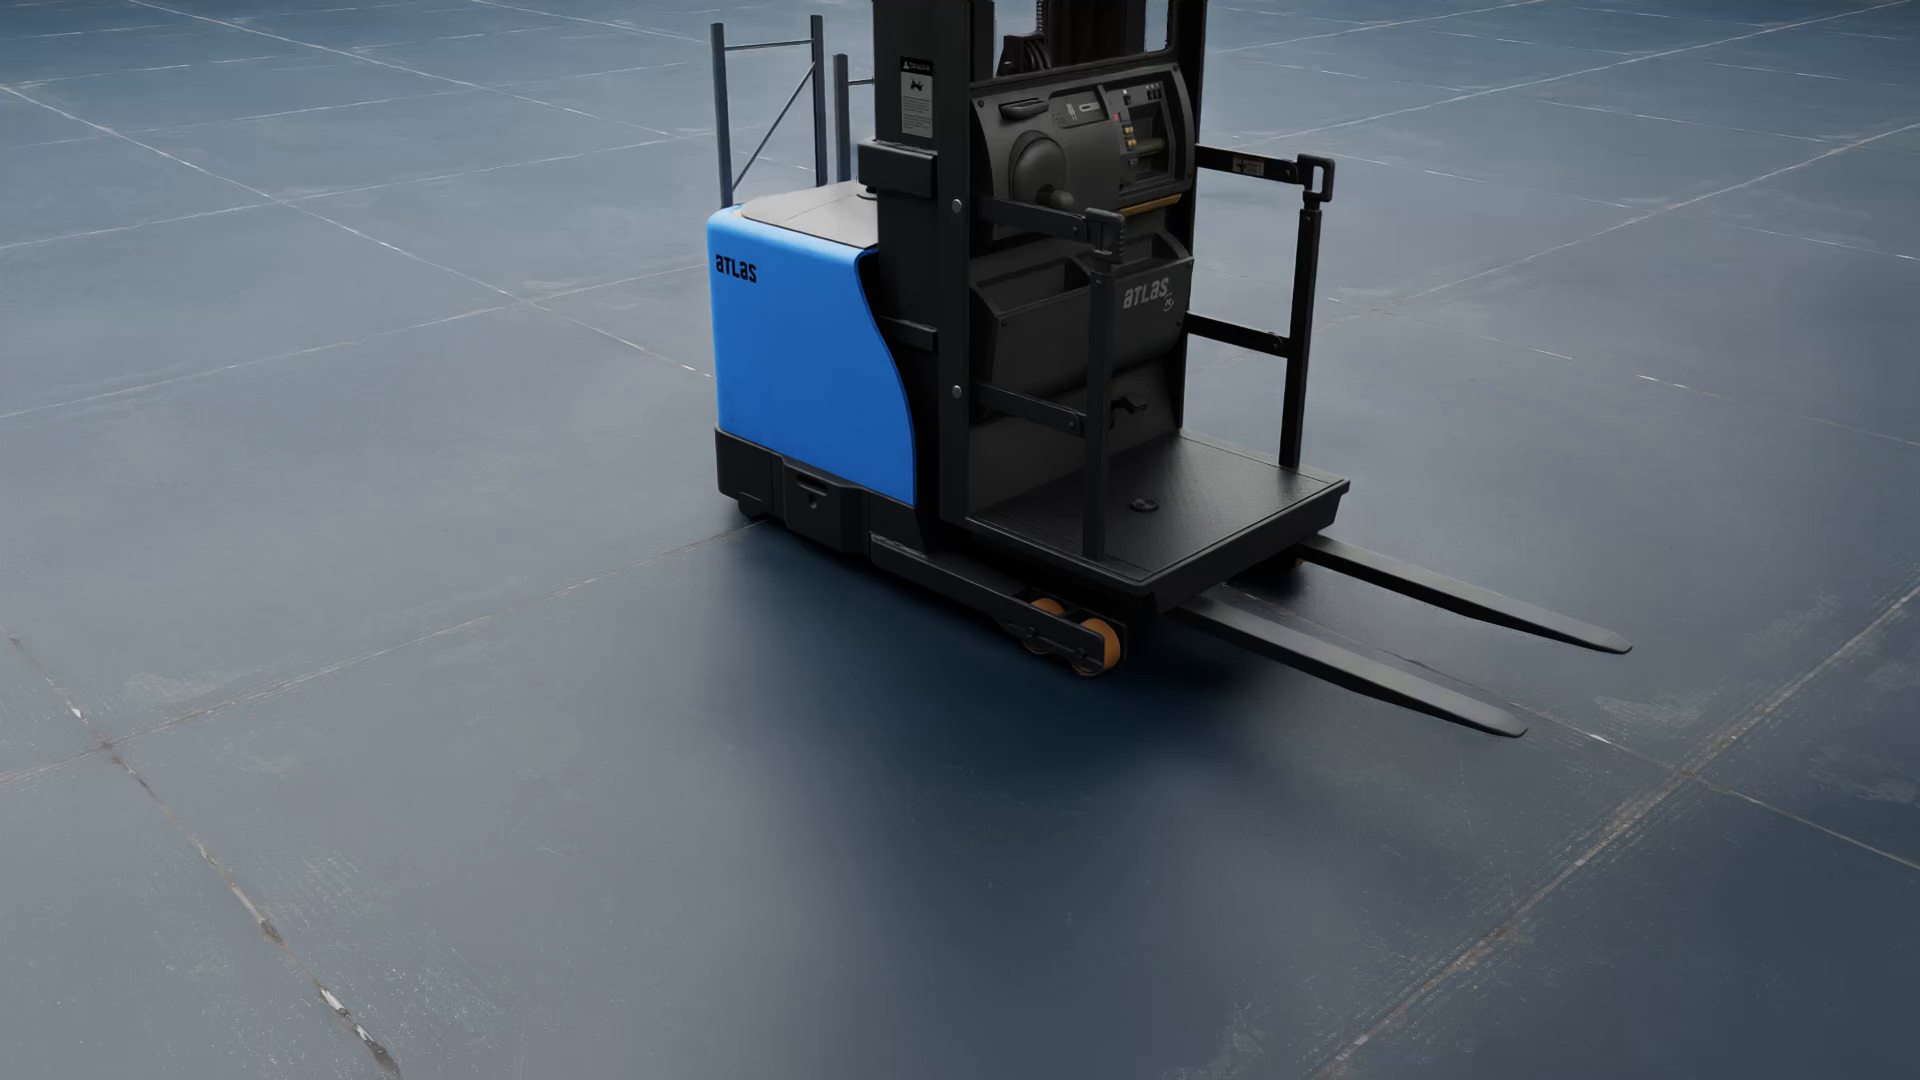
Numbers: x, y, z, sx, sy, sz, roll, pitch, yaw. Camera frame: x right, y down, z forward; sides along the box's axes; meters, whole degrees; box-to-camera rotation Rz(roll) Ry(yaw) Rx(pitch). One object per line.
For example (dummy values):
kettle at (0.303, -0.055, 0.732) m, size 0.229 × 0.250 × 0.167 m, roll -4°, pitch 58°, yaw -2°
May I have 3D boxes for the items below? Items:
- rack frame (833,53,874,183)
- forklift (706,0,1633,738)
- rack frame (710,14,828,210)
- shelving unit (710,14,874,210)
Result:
rack frame at (-0.236, -1.105, 6.364) m, size 0.500 × 1.500 × 0.032 m, roll -15°, pitch 29°, yaw -30°
forklift at (0.535, -1.178, 4.800) m, size 3.031 × 2.935 × 1.130 m, roll 22°, pitch 32°, yaw 39°
rack frame at (-0.792, -1.458, 7.139) m, size 0.500 × 1.500 × 0.032 m, roll -15°, pitch 29°, yaw -30°
shelving unit at (-0.514, -1.281, 6.752) m, size 0.538 × 1.500 × 1.048 m, roll -15°, pitch 29°, yaw -30°
